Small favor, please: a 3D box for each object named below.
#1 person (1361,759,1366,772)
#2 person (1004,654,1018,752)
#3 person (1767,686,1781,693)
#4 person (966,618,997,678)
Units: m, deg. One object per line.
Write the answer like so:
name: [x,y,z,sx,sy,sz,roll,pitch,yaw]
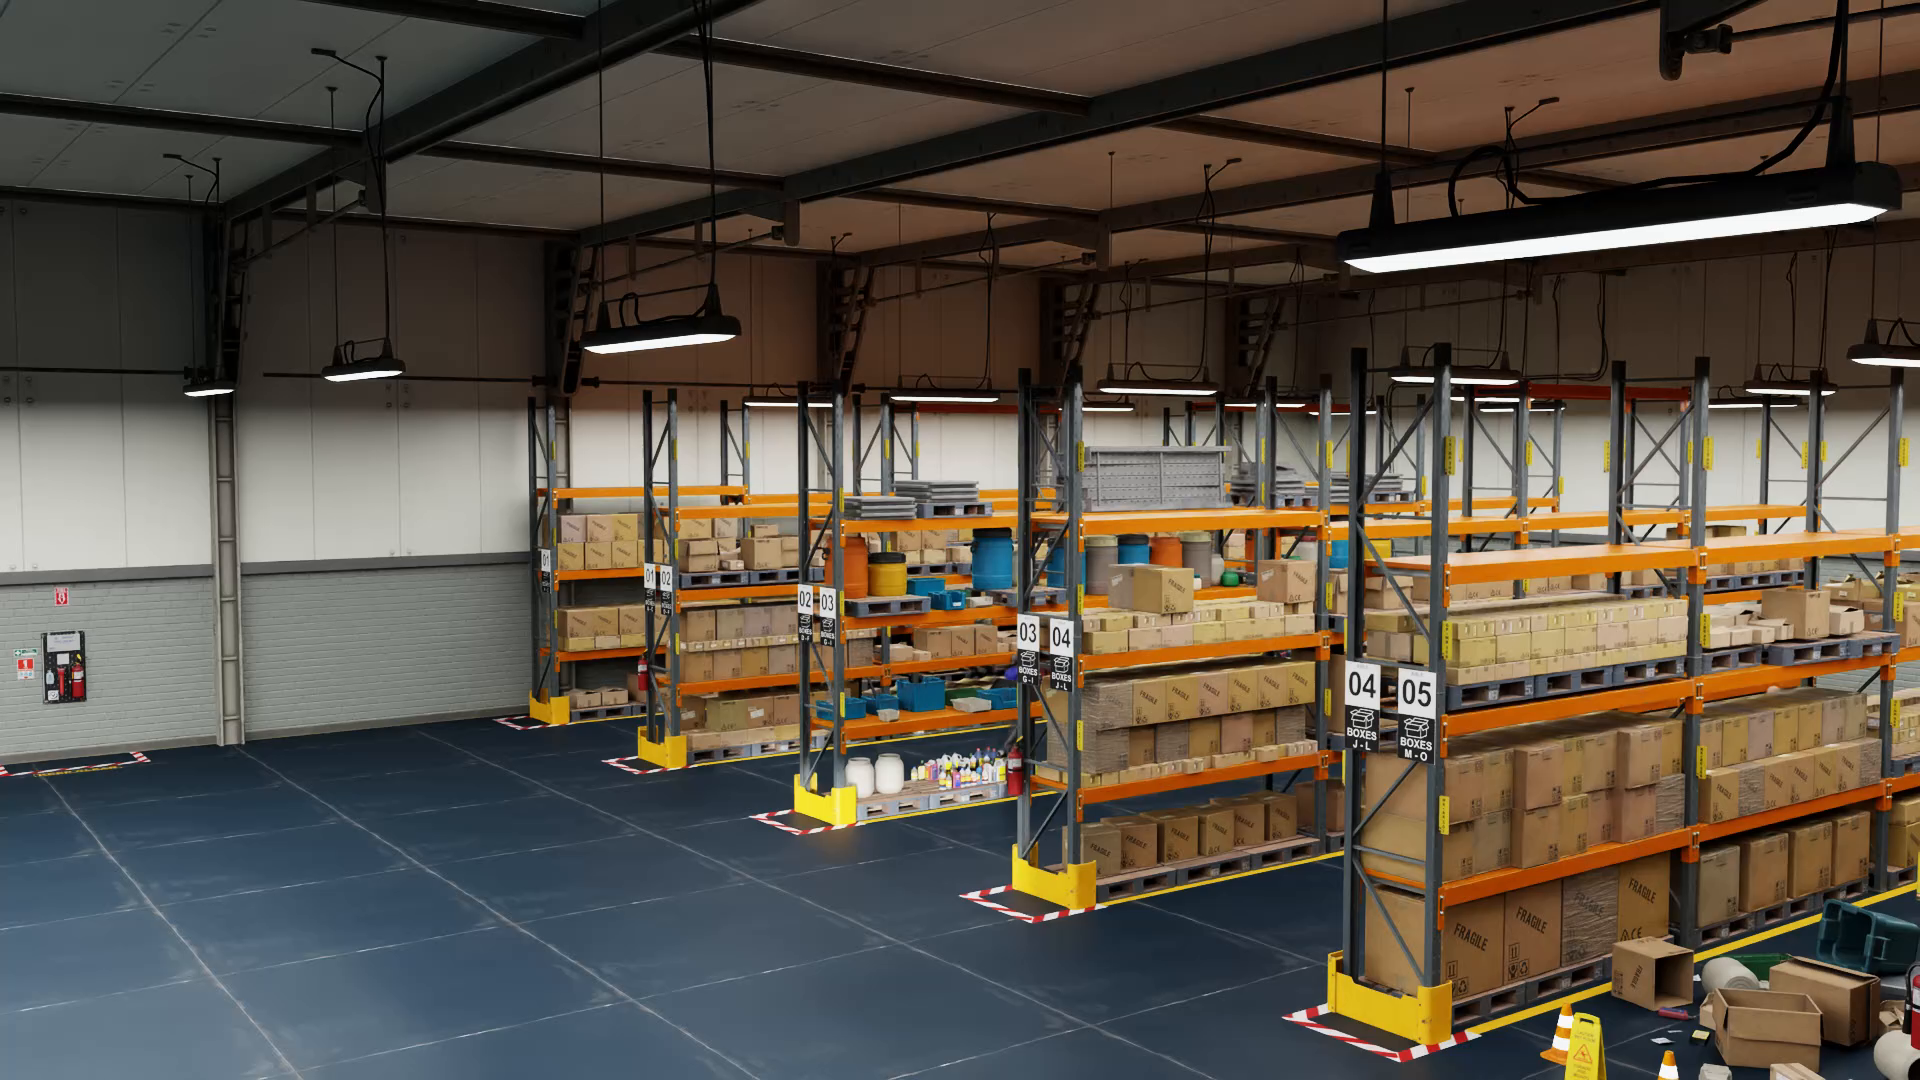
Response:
person: [6.297,2.769,25.448,0.966,1.716,0.616,-2,4,-27]
person: [0.900,2.714,27.573,0.507,1.654,0.496,-2,4,-33]
person: [11.263,2.939,23.049,0.594,1.846,0.631,-2,4,-26]
person: [0.449,2.072,34.569,0.666,1.602,0.589,-2,4,-33]
